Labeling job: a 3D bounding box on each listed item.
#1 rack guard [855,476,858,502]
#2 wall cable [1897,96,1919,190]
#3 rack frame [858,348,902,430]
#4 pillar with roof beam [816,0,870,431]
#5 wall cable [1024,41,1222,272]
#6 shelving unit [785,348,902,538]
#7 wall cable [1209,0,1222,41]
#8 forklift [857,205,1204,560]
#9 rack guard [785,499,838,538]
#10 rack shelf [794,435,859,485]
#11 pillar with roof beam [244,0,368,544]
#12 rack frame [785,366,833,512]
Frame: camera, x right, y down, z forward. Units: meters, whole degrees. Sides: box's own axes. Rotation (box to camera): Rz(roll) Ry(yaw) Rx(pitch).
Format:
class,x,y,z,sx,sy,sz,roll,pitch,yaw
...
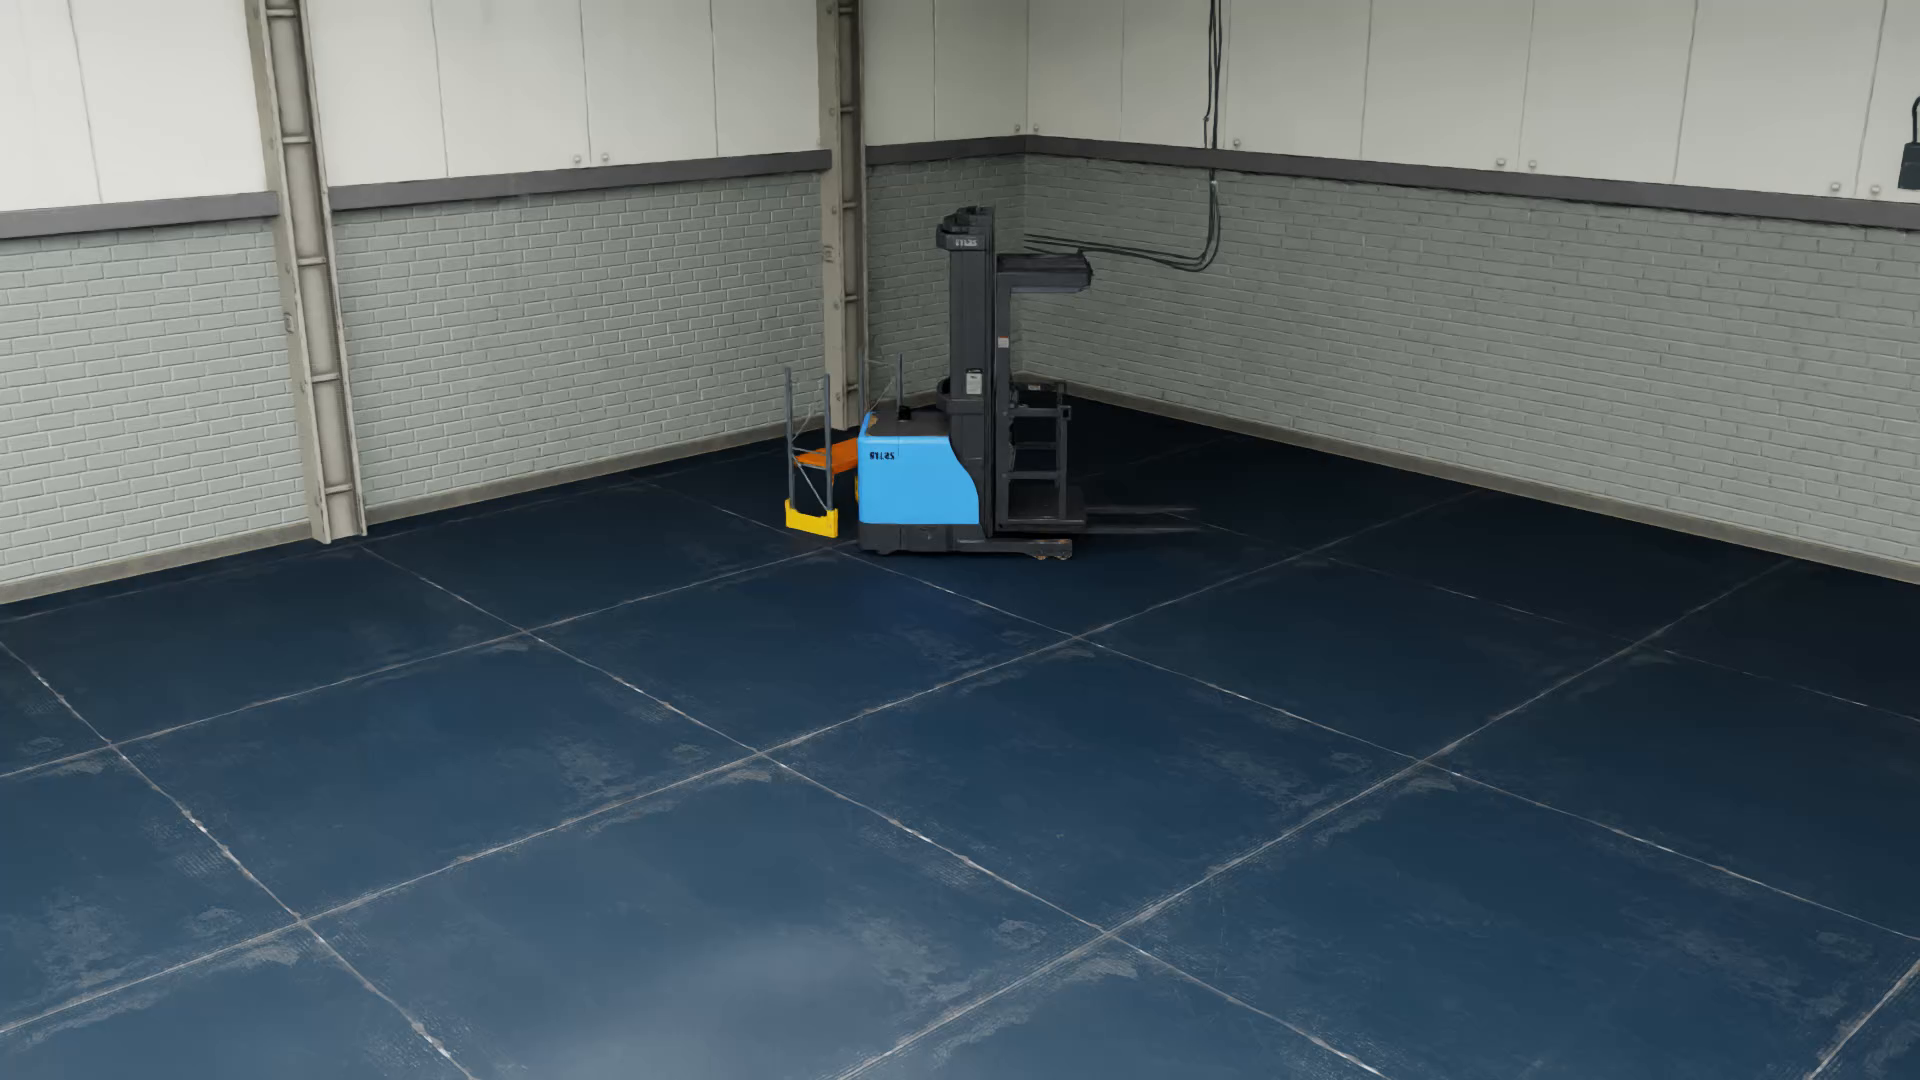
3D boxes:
class,x,y,z,sx,sy,sz,roll,pitch,yaw
rack guard,-0.763,-0.448,15.961,0.587,0.250,0.087,13,22,35
wall cable,8.286,-5.405,11.550,0.169,6.003,2.305,-16,24,-41
rack frame,-0.751,-1.047,15.783,0.500,1.500,0.032,13,22,35
pillar with roof beam,1.683,-4.625,14.659,0.400,9.000,9.100,-16,24,-41
wall cable,1.775,-4.441,19.125,0.112,2.526,3.097,-16,24,-41
shelving unit,-1.060,-0.919,15.388,0.587,1.500,1.083,13,22,35
wall cable,3.634,-6.237,16.476,0.112,2.526,3.097,-16,24,-41
forklift,0.629,-1.390,14.519,3.031,2.935,1.130,0,18,1
rack guard,-1.357,-0.201,15.201,0.587,0.250,0.087,13,22,35
rack shelf,-1.055,-0.750,15.451,0.538,0.185,1.000,13,22,35
pillar with roof beam,-2.676,-3.354,10.738,0.400,9.000,9.100,-16,24,-41
rack frame,-1.358,-0.796,15.007,0.500,1.500,0.032,13,22,35
